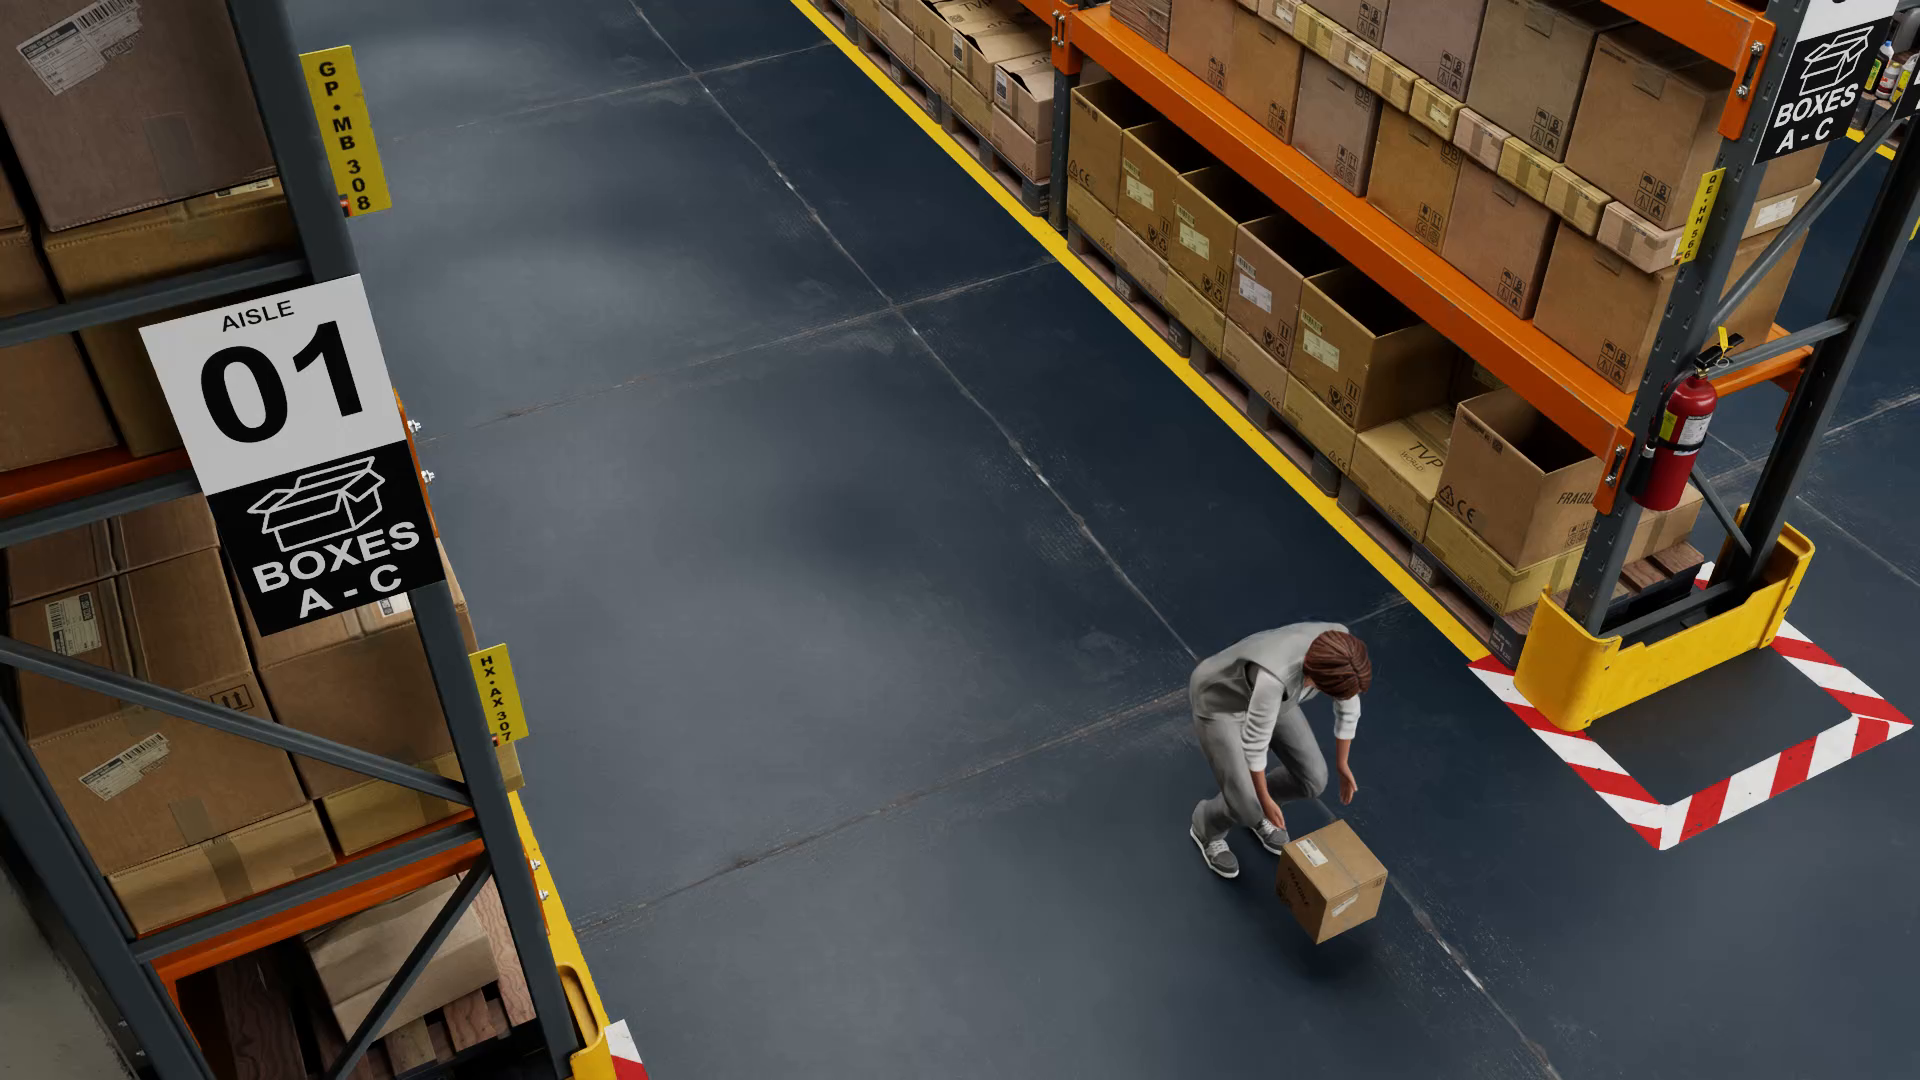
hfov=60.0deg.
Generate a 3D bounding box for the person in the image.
[{"bbox_3d":[1.084,0.679,5.697,0.463,1.217,0.698,-19,45,-20],"label":"person"}]
